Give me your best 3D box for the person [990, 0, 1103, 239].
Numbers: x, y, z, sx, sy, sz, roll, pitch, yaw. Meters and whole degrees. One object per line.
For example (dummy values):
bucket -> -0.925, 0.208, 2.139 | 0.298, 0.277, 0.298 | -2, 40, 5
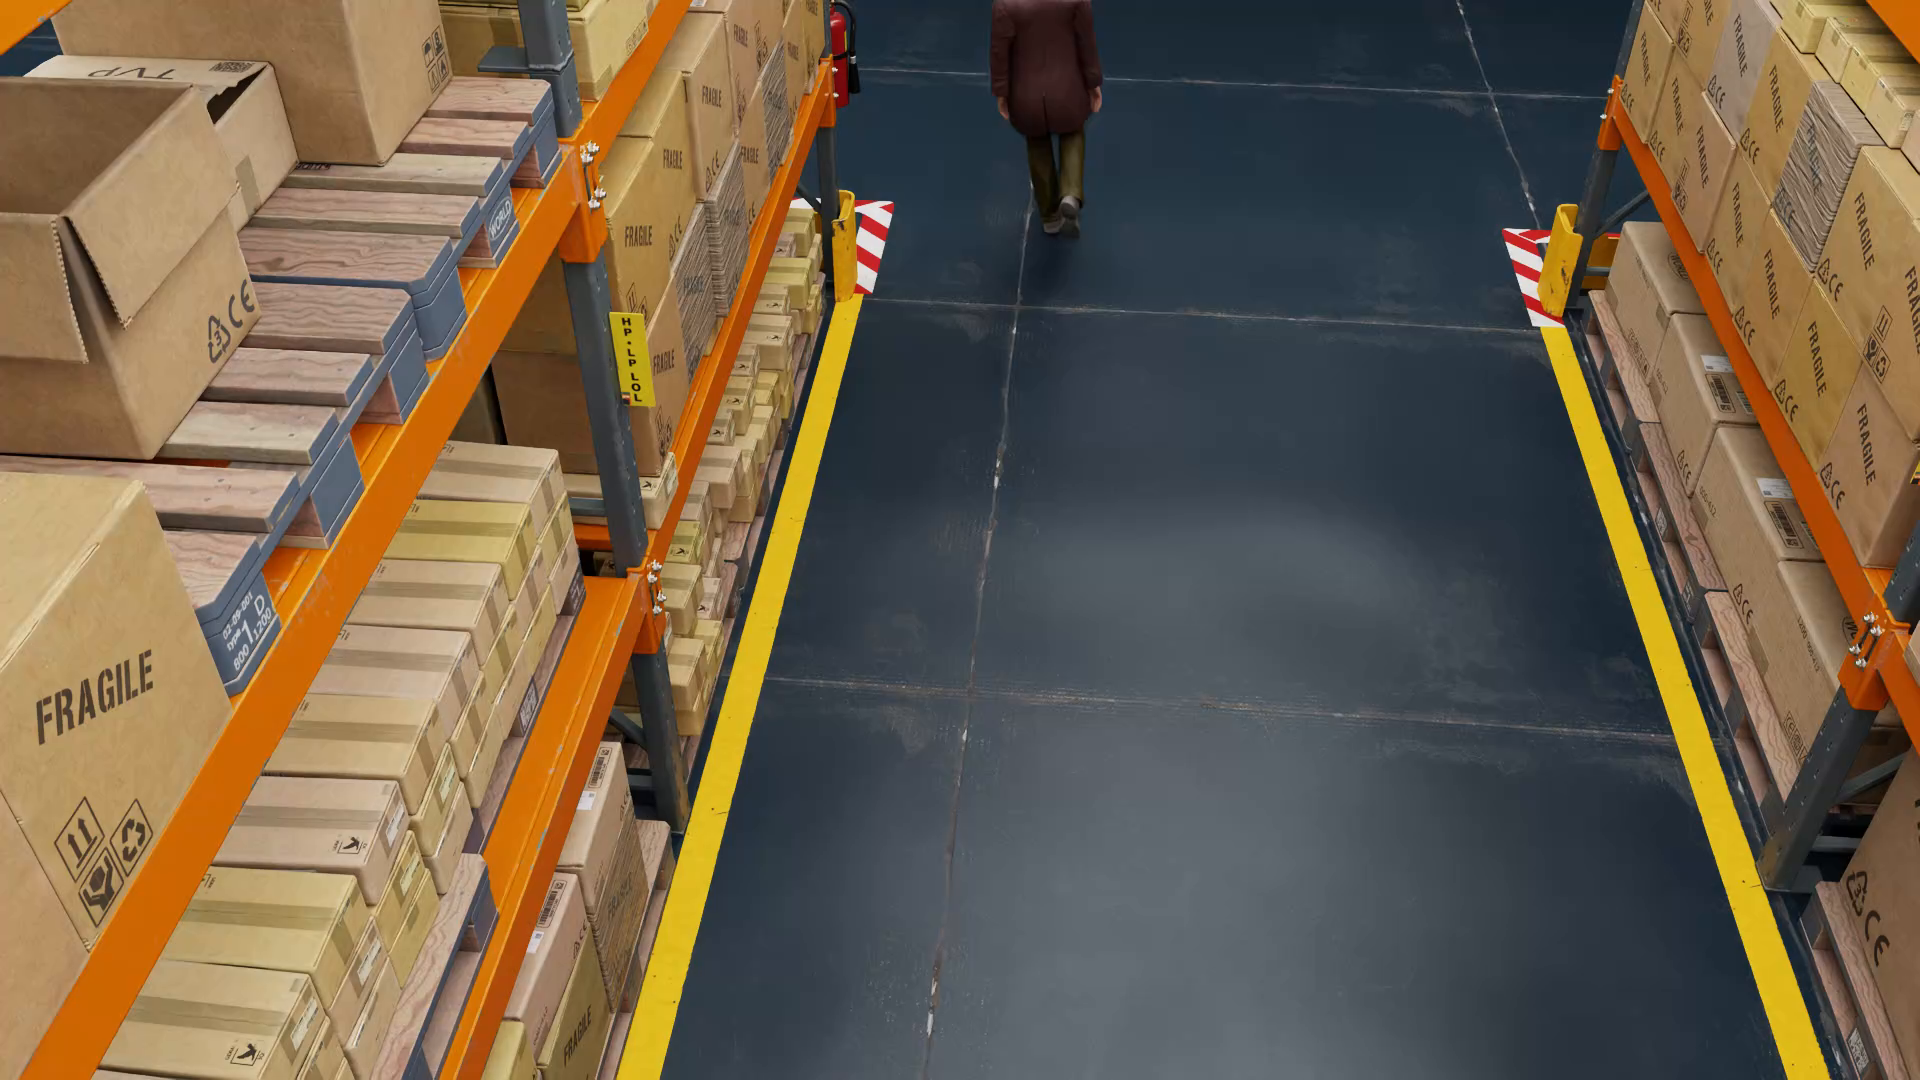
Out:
person -> 0.473, -2.404, 9.203 | 0.627, 1.559, 0.637 | 0, 40, 0
